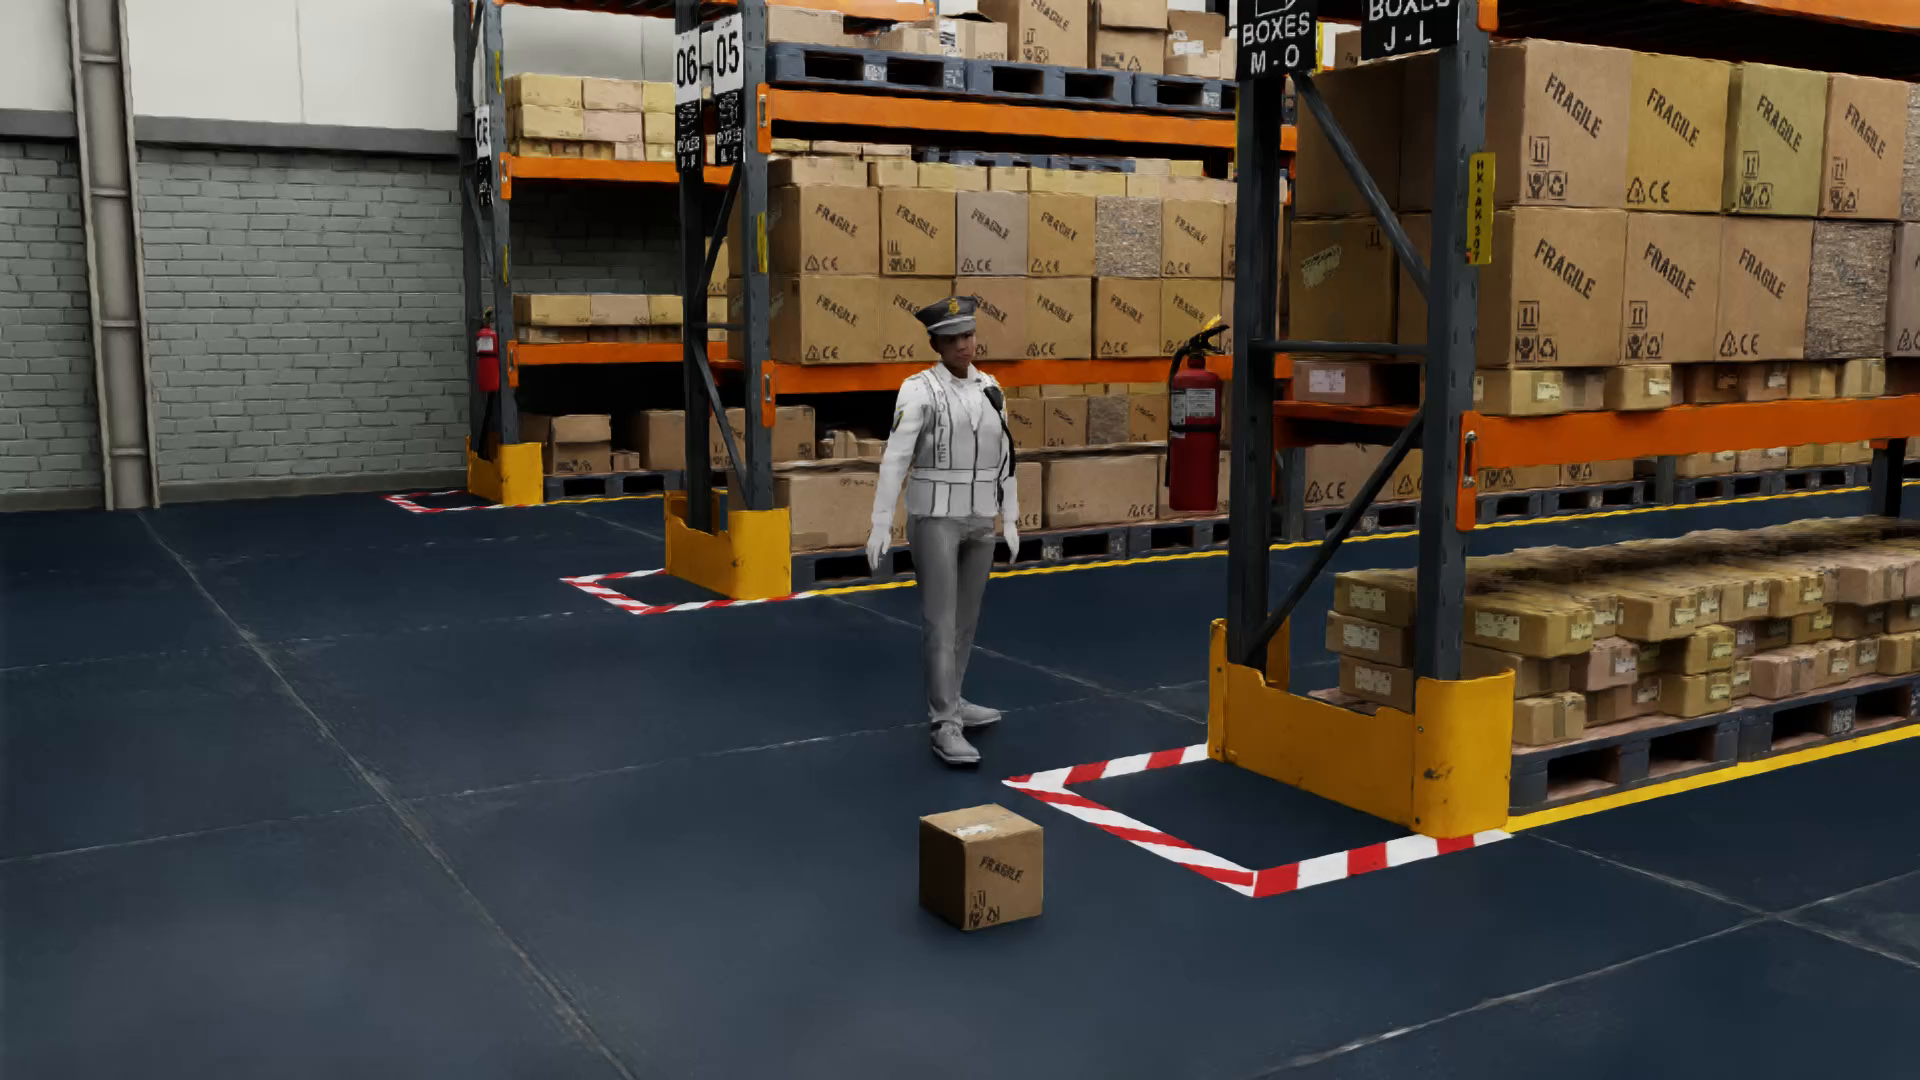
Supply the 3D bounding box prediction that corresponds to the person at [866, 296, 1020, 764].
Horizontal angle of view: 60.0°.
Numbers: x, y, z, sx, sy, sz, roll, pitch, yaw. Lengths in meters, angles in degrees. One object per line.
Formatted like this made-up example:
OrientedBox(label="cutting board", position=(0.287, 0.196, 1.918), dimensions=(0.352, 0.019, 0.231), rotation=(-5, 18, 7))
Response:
OrientedBox(label="person", position=(-0.041, -0.056, 6.101), dimensions=(0.676, 1.664, 0.608), rotation=(-6, 10, -36))
